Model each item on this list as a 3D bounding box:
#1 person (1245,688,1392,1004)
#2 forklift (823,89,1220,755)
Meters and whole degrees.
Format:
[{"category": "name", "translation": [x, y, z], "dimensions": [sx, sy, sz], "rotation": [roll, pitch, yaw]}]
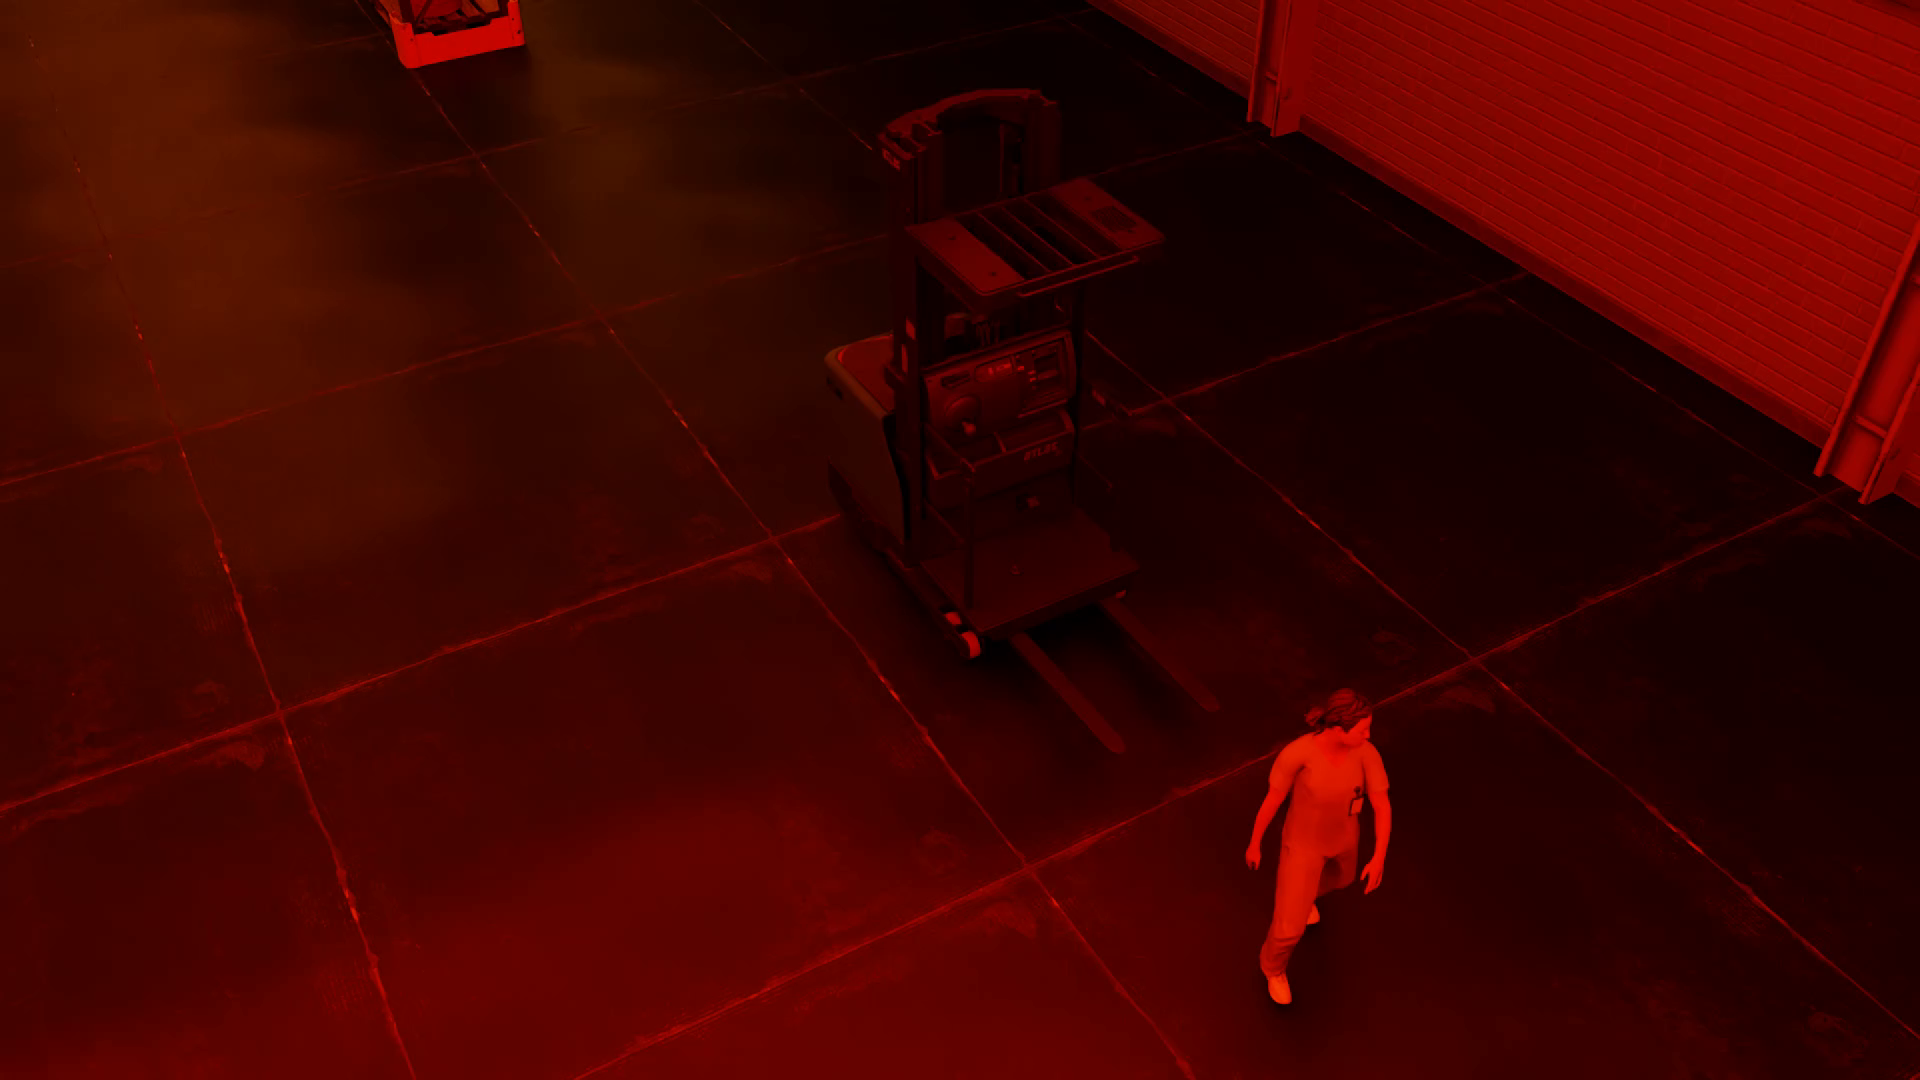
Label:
[{"category": "person", "translation": [1.576, 1.362, 7.449], "dimensions": [0.603, 1.590, 0.775], "rotation": [-14, 42, -16]}, {"category": "forklift", "translation": [0.339, -0.783, 8.980], "dimensions": [1.130, 2.935, 3.031], "rotation": [-21, 44, -23]}]
